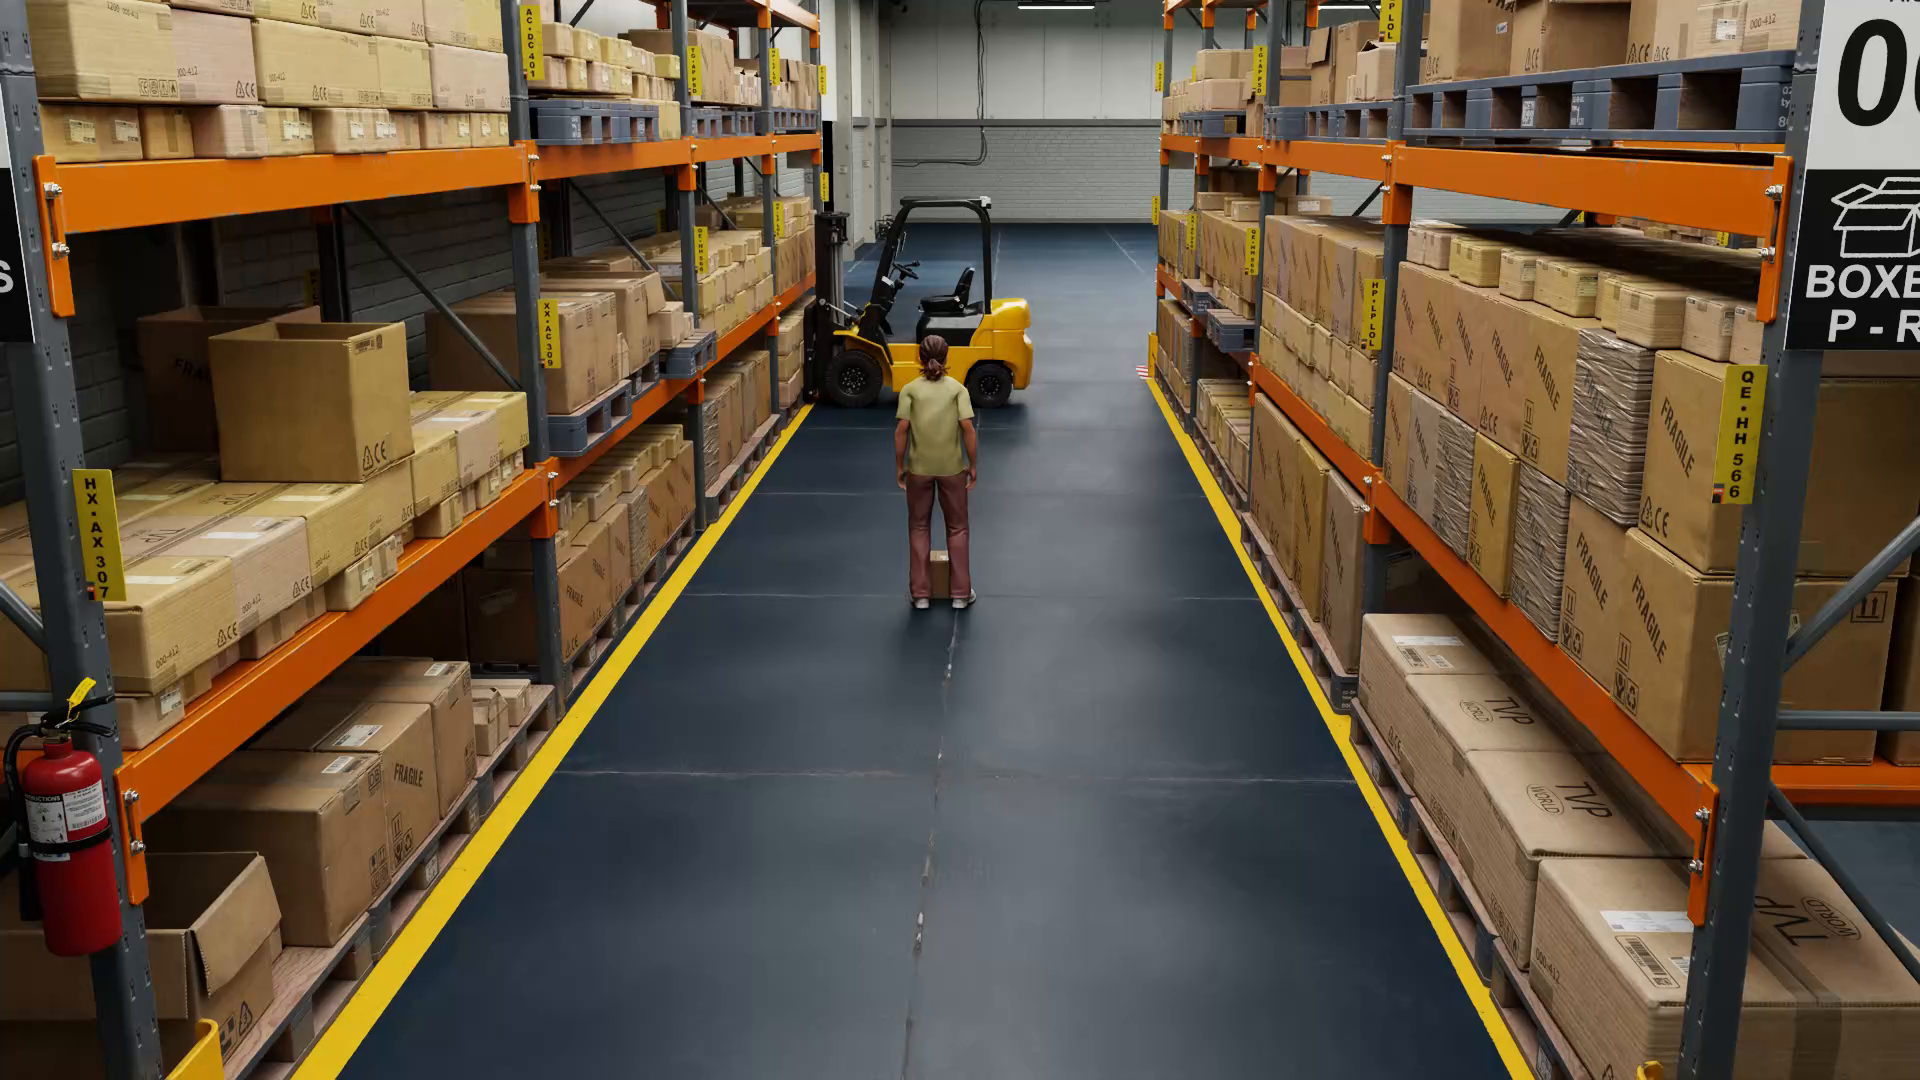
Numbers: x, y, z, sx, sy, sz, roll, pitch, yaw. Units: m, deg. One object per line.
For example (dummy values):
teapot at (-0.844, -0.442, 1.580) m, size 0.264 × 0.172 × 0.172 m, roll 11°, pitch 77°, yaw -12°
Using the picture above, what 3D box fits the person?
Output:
person at (-0.146, -0.410, 10.150) m, size 0.497 × 1.672 × 0.360 m, roll 0°, pitch 14°, yaw 2°
